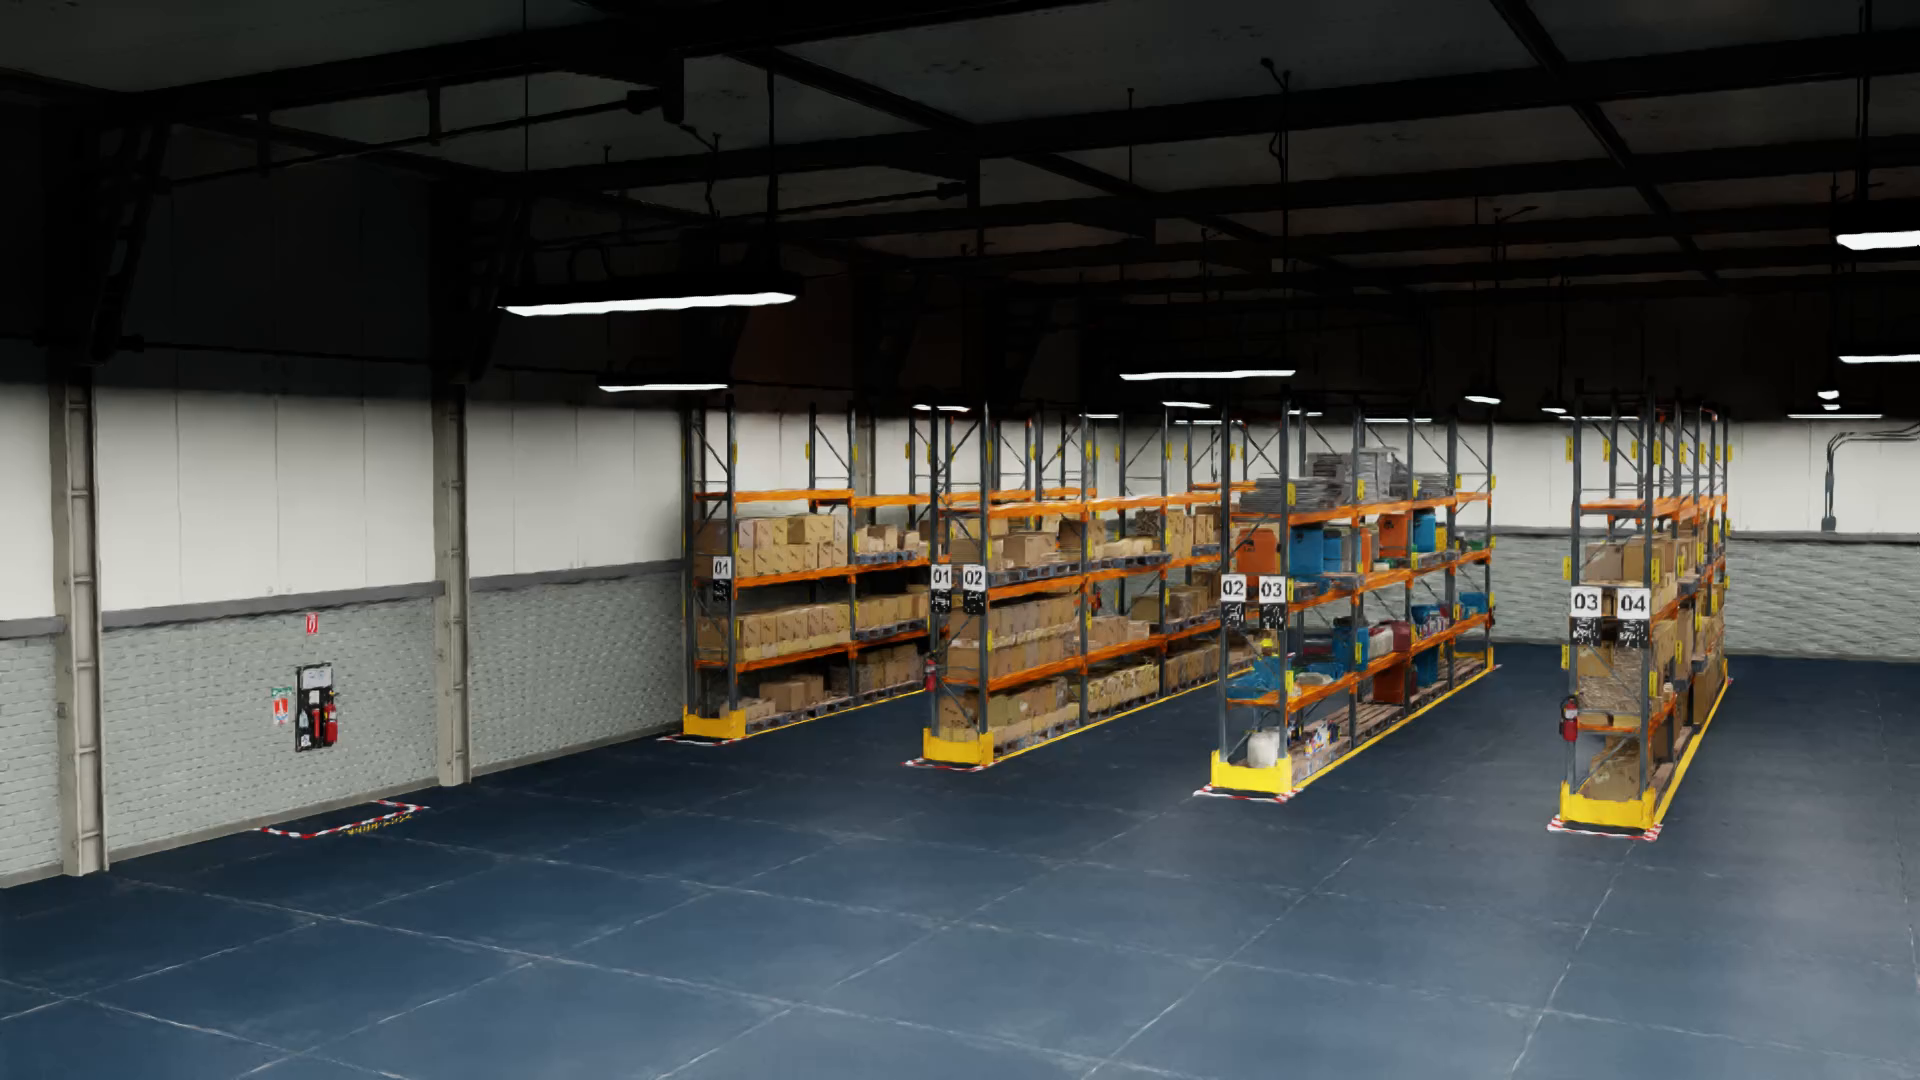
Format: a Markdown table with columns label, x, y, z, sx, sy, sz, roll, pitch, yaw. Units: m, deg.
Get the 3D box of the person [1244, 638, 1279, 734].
| label | x | y | z | sx | sy | sz | roll | pitch | yaw |
| --- | --- | --- | --- | --- | --- | --- | --- | --- | --- |
| person | 5.484 | 2.594 | 29.427 | 0.934 | 1.737 | 0.578 | -3 | 4 | -44 |
